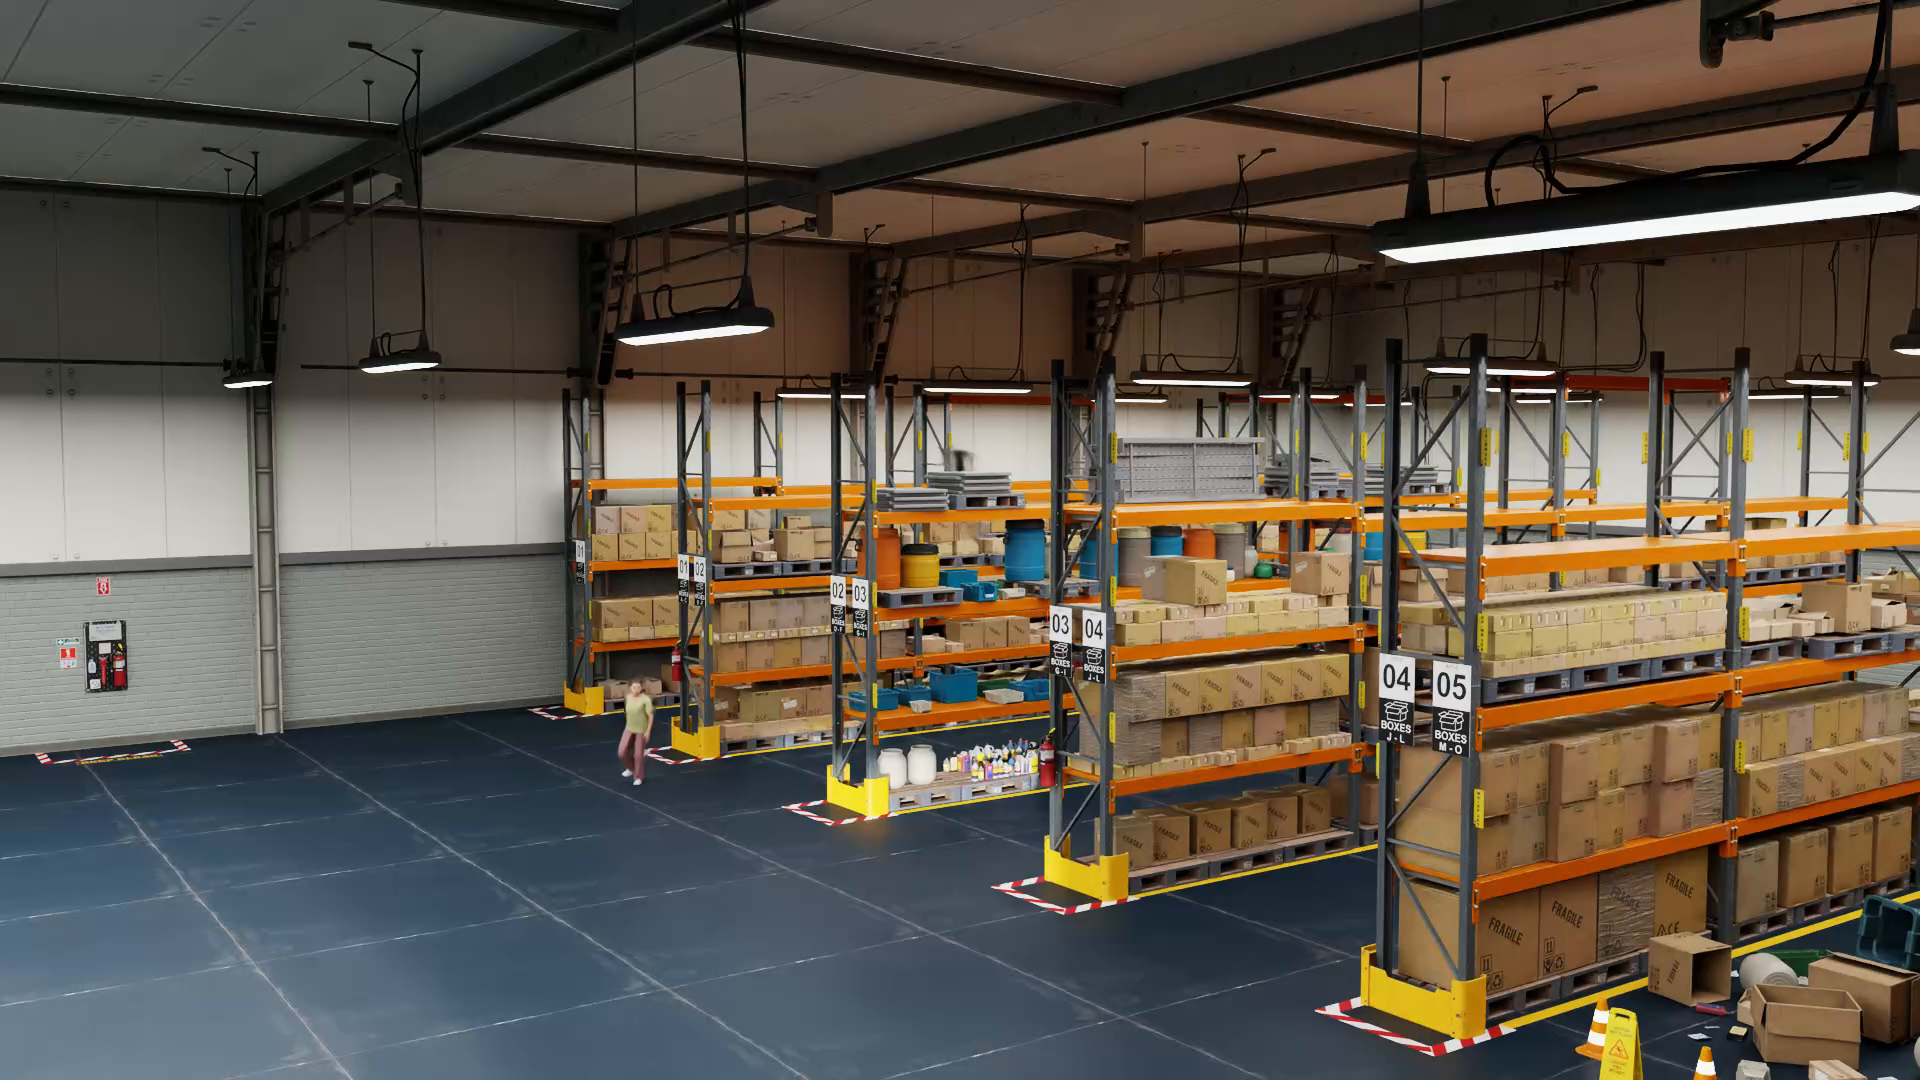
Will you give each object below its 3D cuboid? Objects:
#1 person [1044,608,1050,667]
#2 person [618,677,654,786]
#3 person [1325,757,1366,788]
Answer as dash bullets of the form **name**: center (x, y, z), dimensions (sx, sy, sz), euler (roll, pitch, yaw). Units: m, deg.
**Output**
- **person**: center (1.888, 2.180, 33.292), dimensions (0.854, 1.791, 0.624), euler (-2, 4, -28)
- **person**: center (-4.733, 2.794, 24.357), dimensions (0.615, 1.627, 0.546), euler (1, 4, 16)
- **person**: center (5.659, 2.750, 24.337), dimensions (0.738, 1.737, 0.552), euler (-2, 4, -33)
